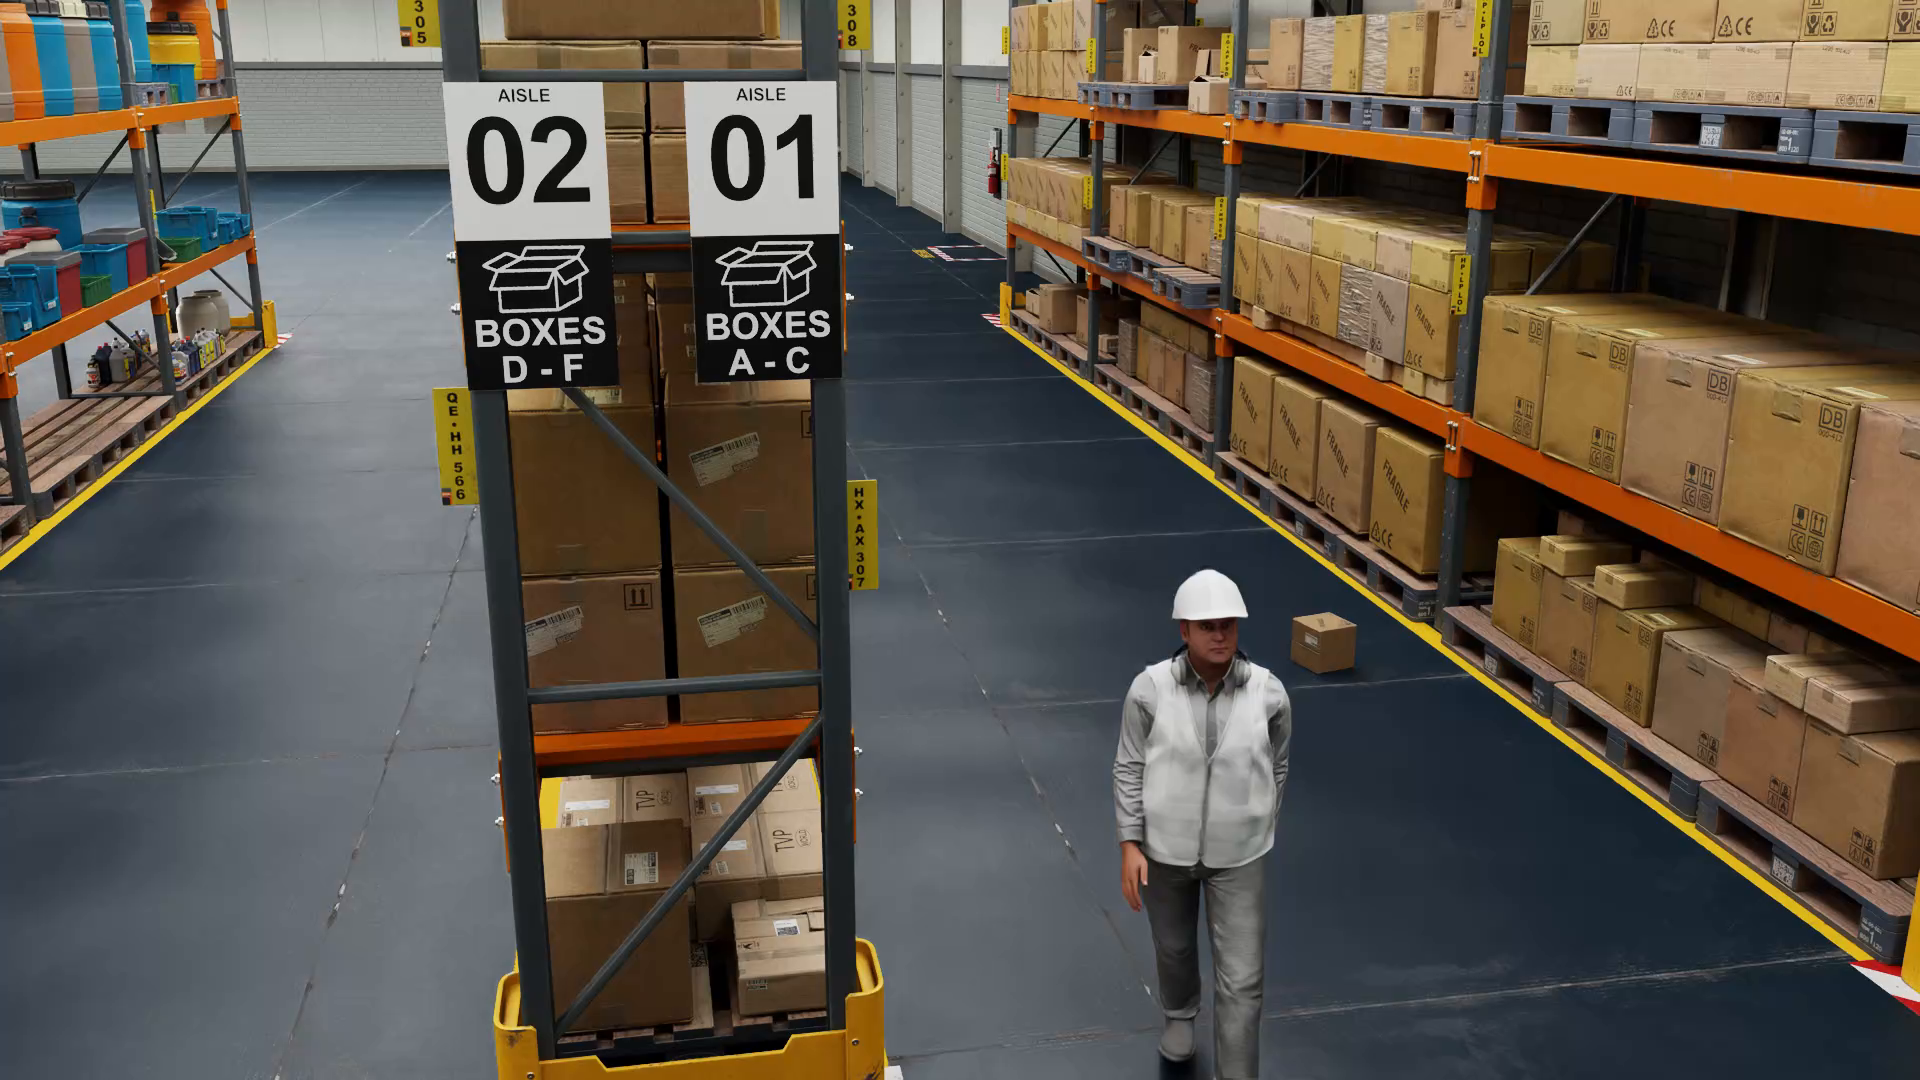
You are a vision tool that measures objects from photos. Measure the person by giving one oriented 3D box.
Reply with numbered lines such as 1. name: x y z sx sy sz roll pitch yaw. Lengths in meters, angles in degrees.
1. person: 0.733 0.967 5.120 0.542 1.736 0.936 2 16 8
